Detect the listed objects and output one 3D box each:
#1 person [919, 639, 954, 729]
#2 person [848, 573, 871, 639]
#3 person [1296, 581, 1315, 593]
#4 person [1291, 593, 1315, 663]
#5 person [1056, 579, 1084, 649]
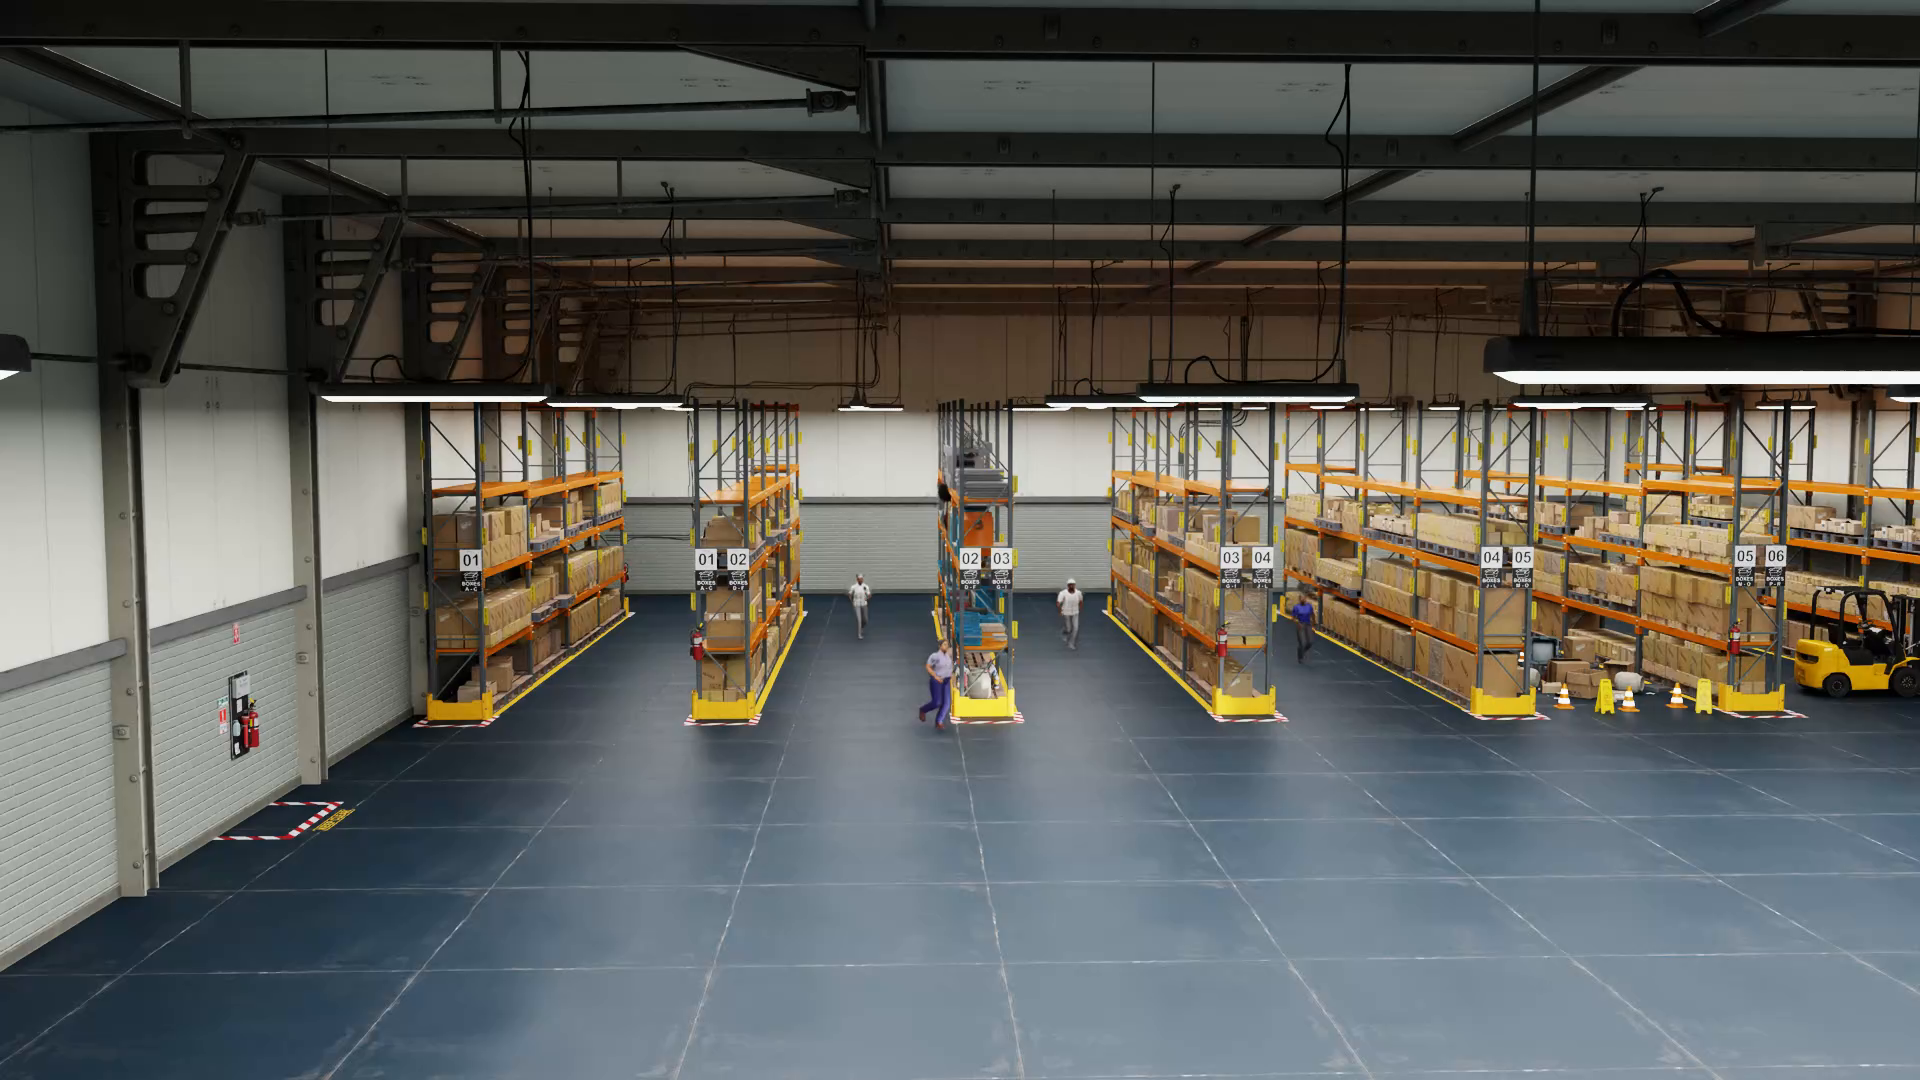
[{"bbox_3d":[-0.395,2.620,30.523,0.655,1.612,0.651,4,6,43],"label":"person"},{"bbox_3d":[-2.558,1.670,42.438,0.584,1.661,0.730,-1,4,-12],"label":"person"},{"bbox_3d":[10.135,1.113,49.064,0.903,1.753,0.696,4,6,41],"label":"person"},{"bbox_3d":[7.888,2.029,38.102,0.588,1.617,0.500,0,4,-6],"label":"person"},{"bbox_3d":[2.690,1.788,40.615,0.693,1.718,0.660,-1,4,-12],"label":"person"}]
